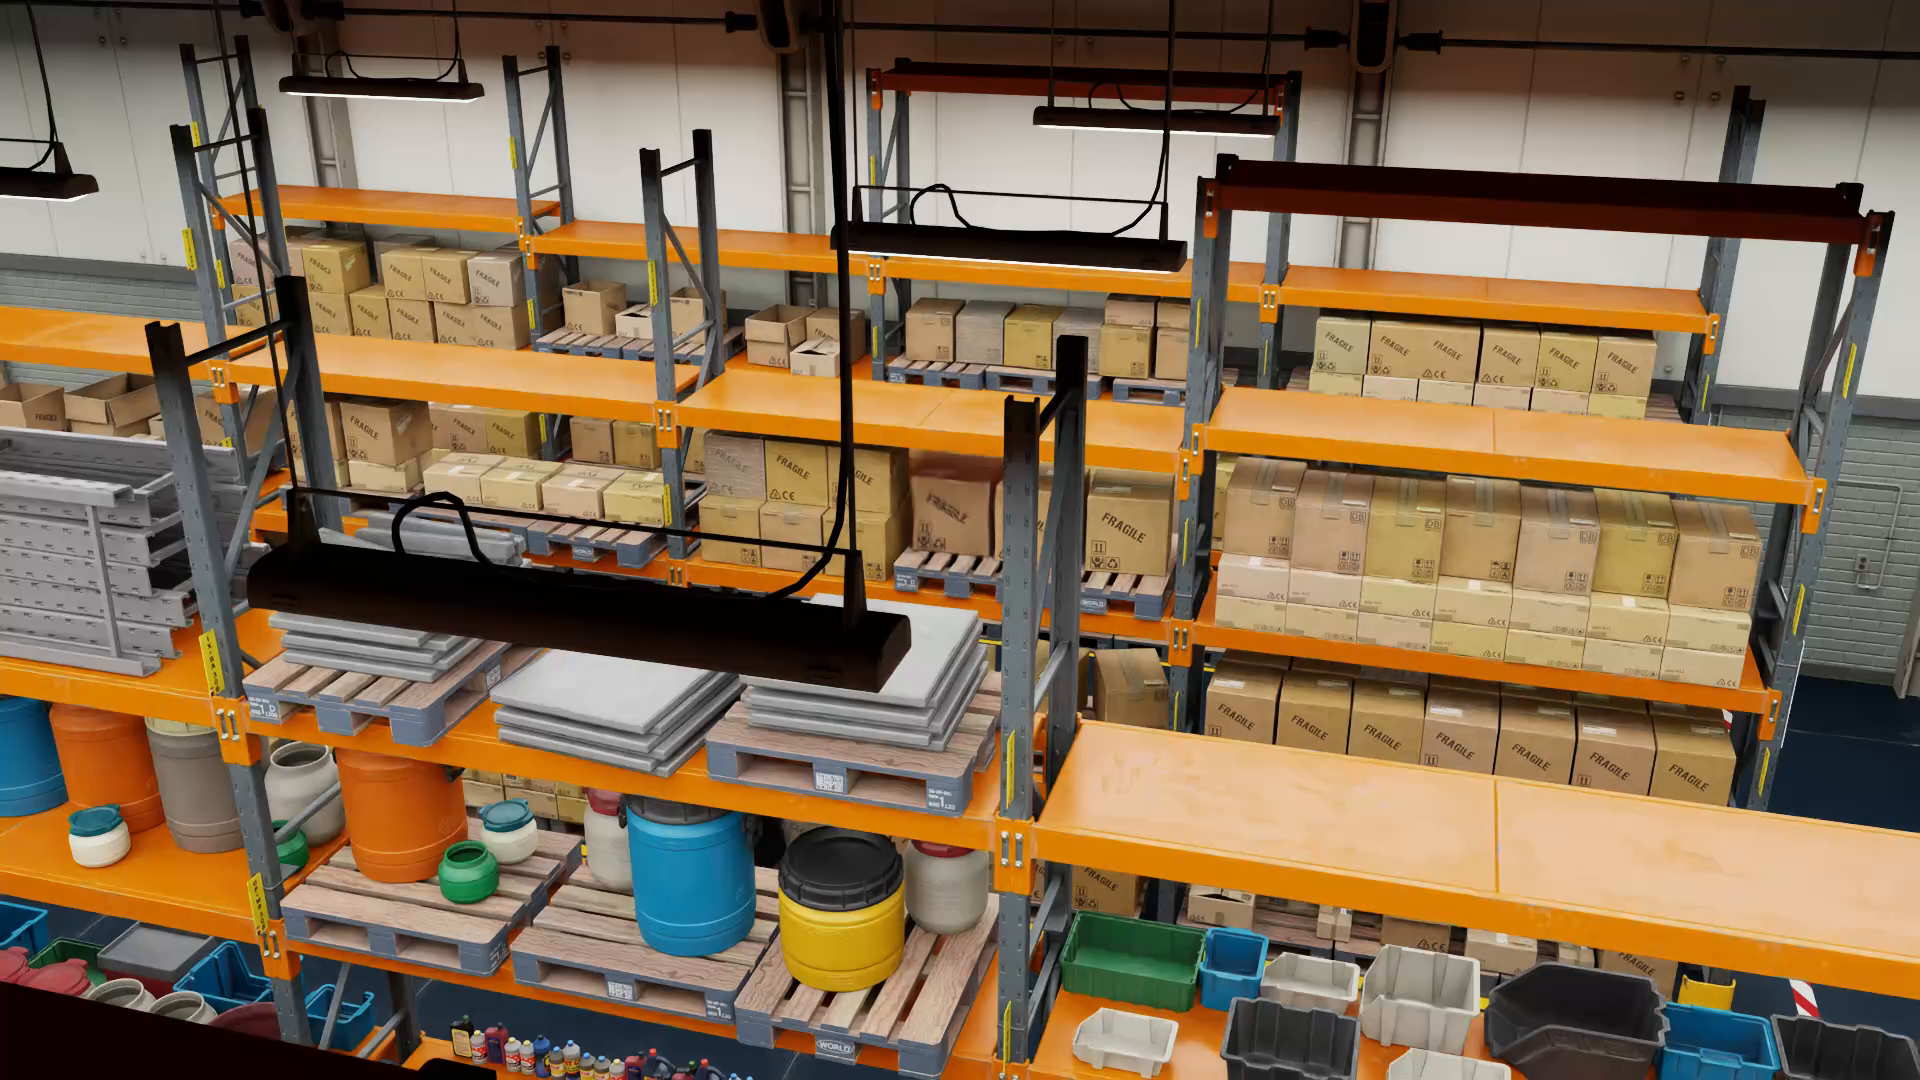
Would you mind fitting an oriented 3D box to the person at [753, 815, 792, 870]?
[{"bbox_3d":[-1.549,2.464,12.642,0.590,1.761,0.580,12,25,26],"label":"person"}]
